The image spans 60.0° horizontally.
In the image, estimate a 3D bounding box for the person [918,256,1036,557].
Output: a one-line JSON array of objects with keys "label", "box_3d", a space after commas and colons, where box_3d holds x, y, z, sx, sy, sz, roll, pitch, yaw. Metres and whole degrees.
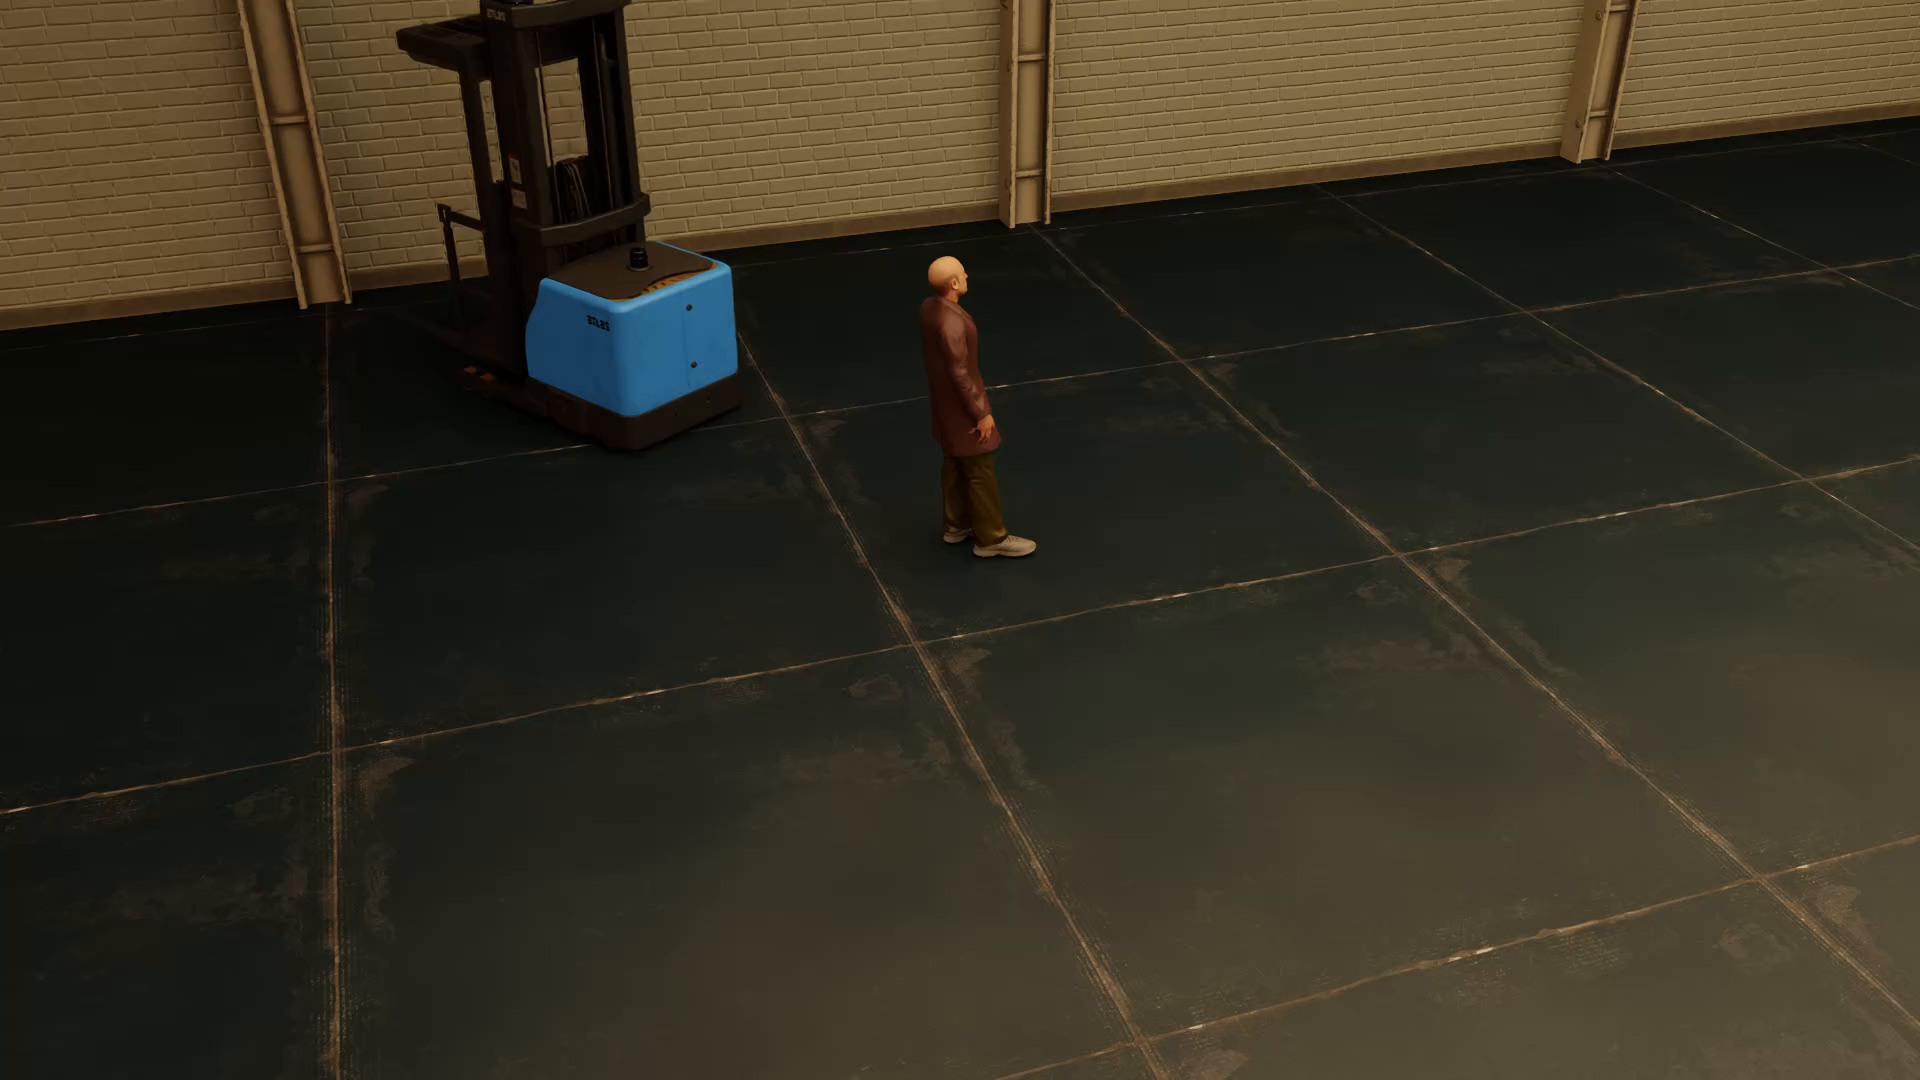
[{"label": "person", "box_3d": [0.088, -0.789, 9.601, 0.579, 1.778, 0.696, -10, 31, -16]}]

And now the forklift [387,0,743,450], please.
[{"label": "forklift", "box_3d": [-2.965, -2.459, 11.360, 3.031, 2.935, 1.130, 22, 37, 34]}]
